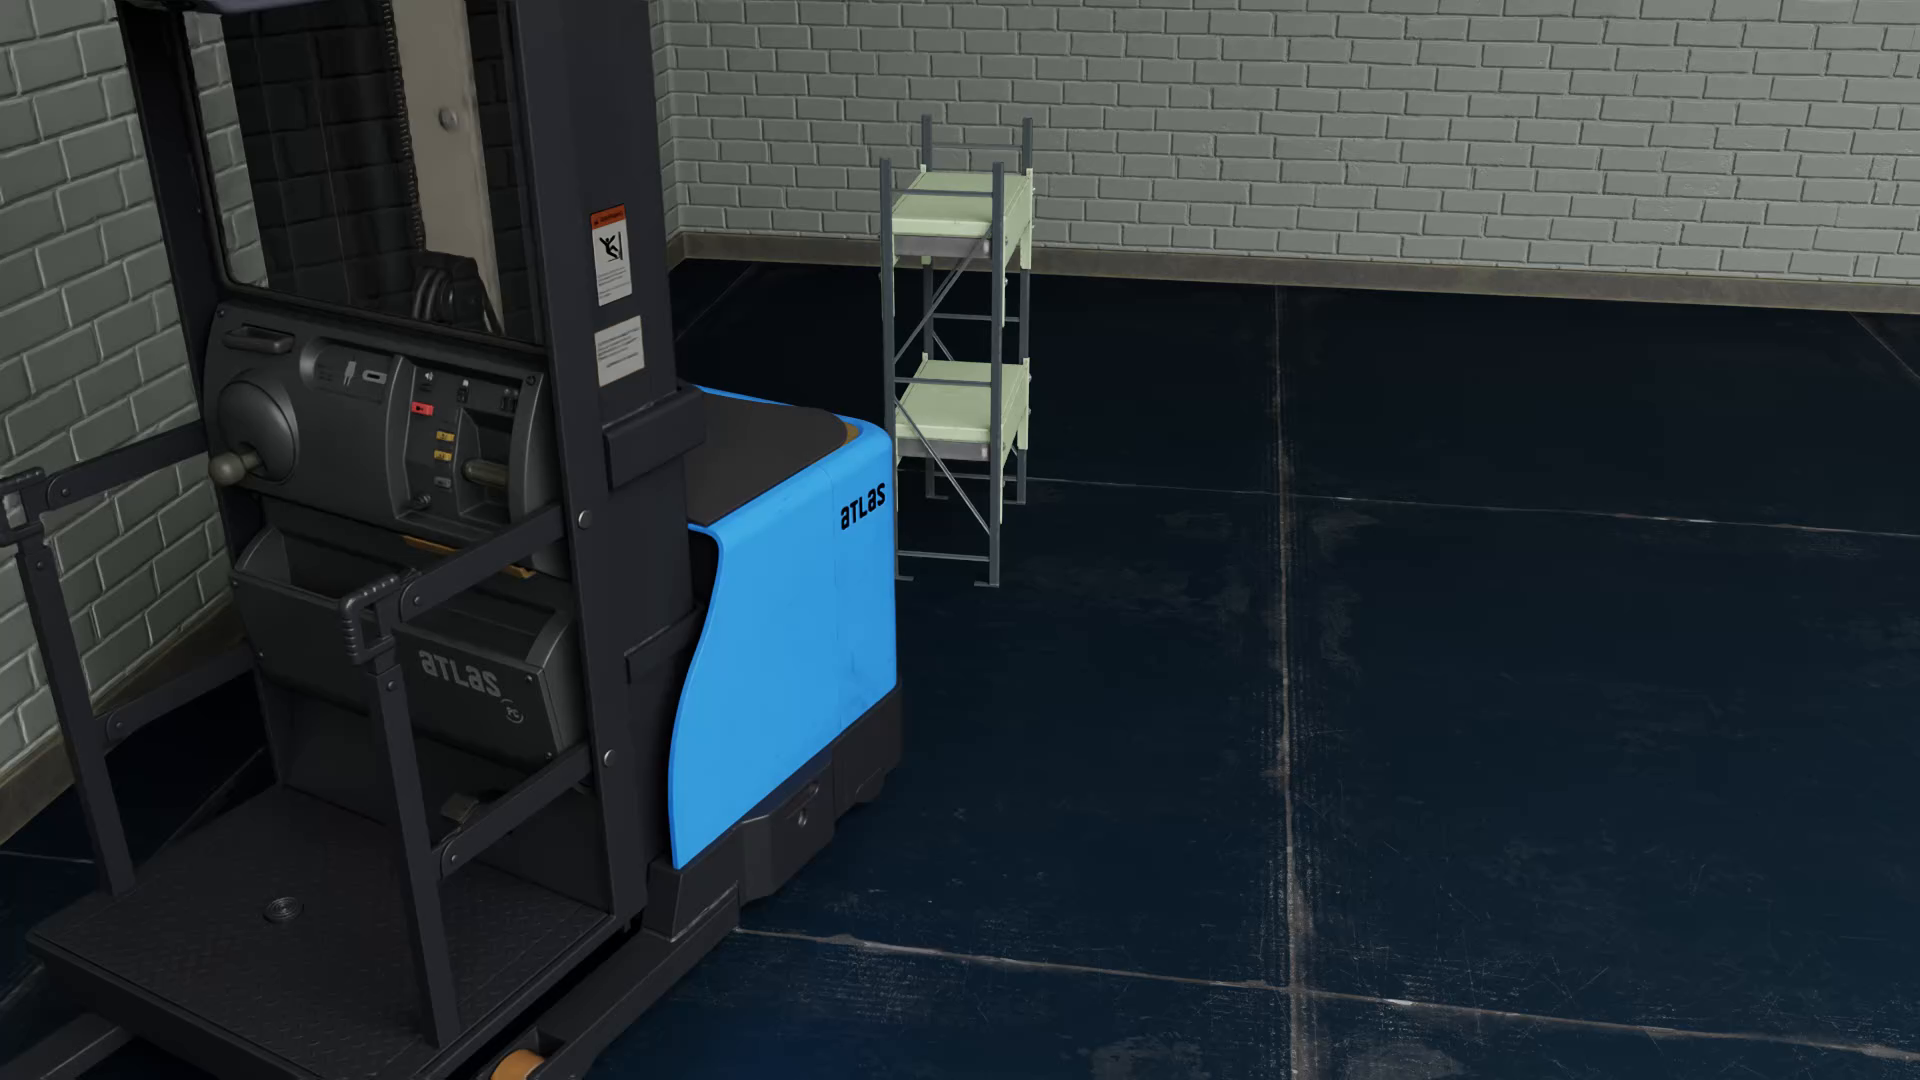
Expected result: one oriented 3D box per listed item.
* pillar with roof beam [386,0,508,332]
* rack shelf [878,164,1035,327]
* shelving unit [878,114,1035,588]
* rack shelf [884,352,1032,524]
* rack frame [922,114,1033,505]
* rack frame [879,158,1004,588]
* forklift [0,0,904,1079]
[{"bbox_3d":[2.259,-4.189,4.584,9.100,9.000,0.400,4,25,9],"label":"pillar with roof beam"},{"bbox_3d":[0.001,-1.036,5.773,0.431,0.370,0.720,4,25,9],"label":"rack shelf"},{"bbox_3d":[0.001,-0.682,5.938,0.431,1.500,0.755,4,25,9],"label":"shelving unit"},{"bbox_3d":[0.001,-0.387,6.076,0.431,0.370,0.720,4,25,9],"label":"rack shelf"},{"bbox_3d":[0.061,-0.835,6.265,0.400,1.500,0.023,4,25,9],"label":"rack frame"},{"bbox_3d":[-0.059,-0.529,5.611,0.400,1.500,0.023,4,25,9],"label":"rack frame"},{"bbox_3d":[-1.323,-0.215,3.252,1.130,2.935,3.031,13,28,26],"label":"forklift"}]
